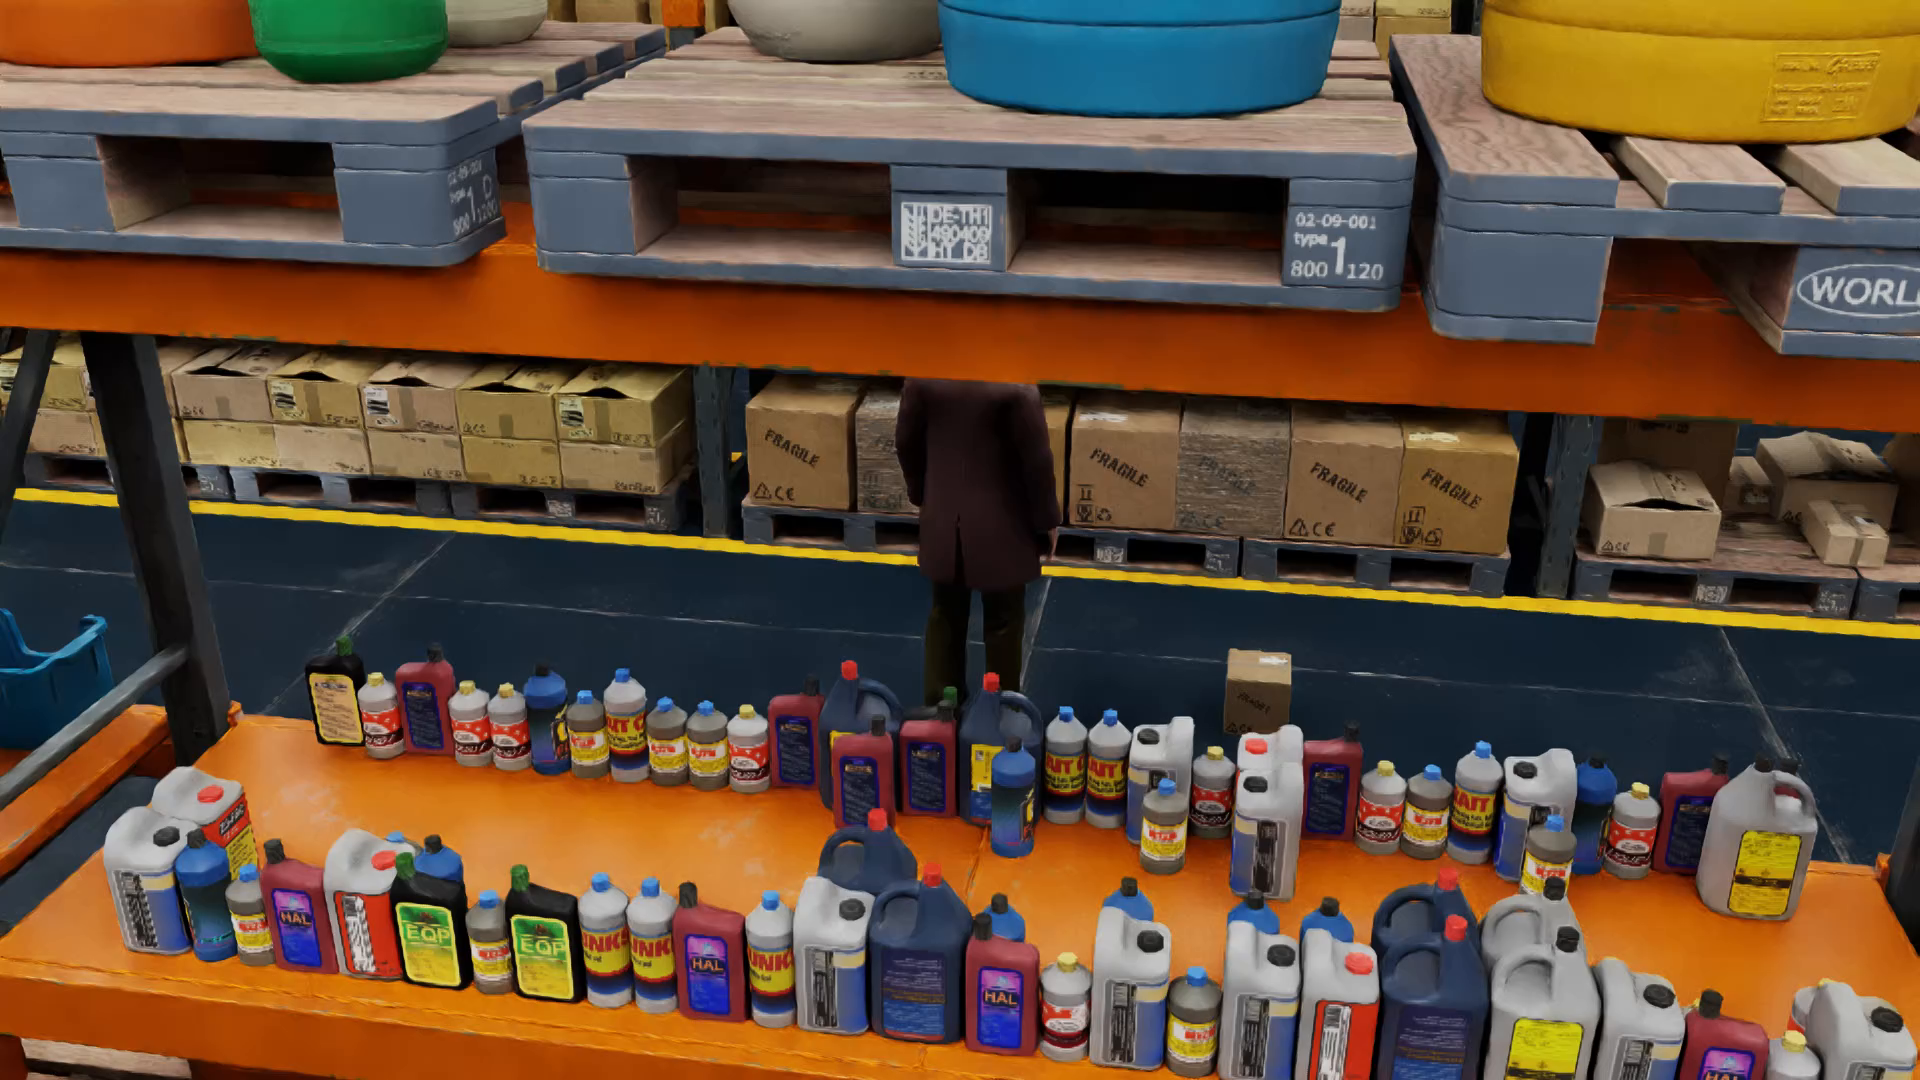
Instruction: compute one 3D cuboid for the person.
[{"bbox_3d":[0.094,-0.078,6.283,0.634,1.830,0.435,11,27,23],"label":"person"}]
